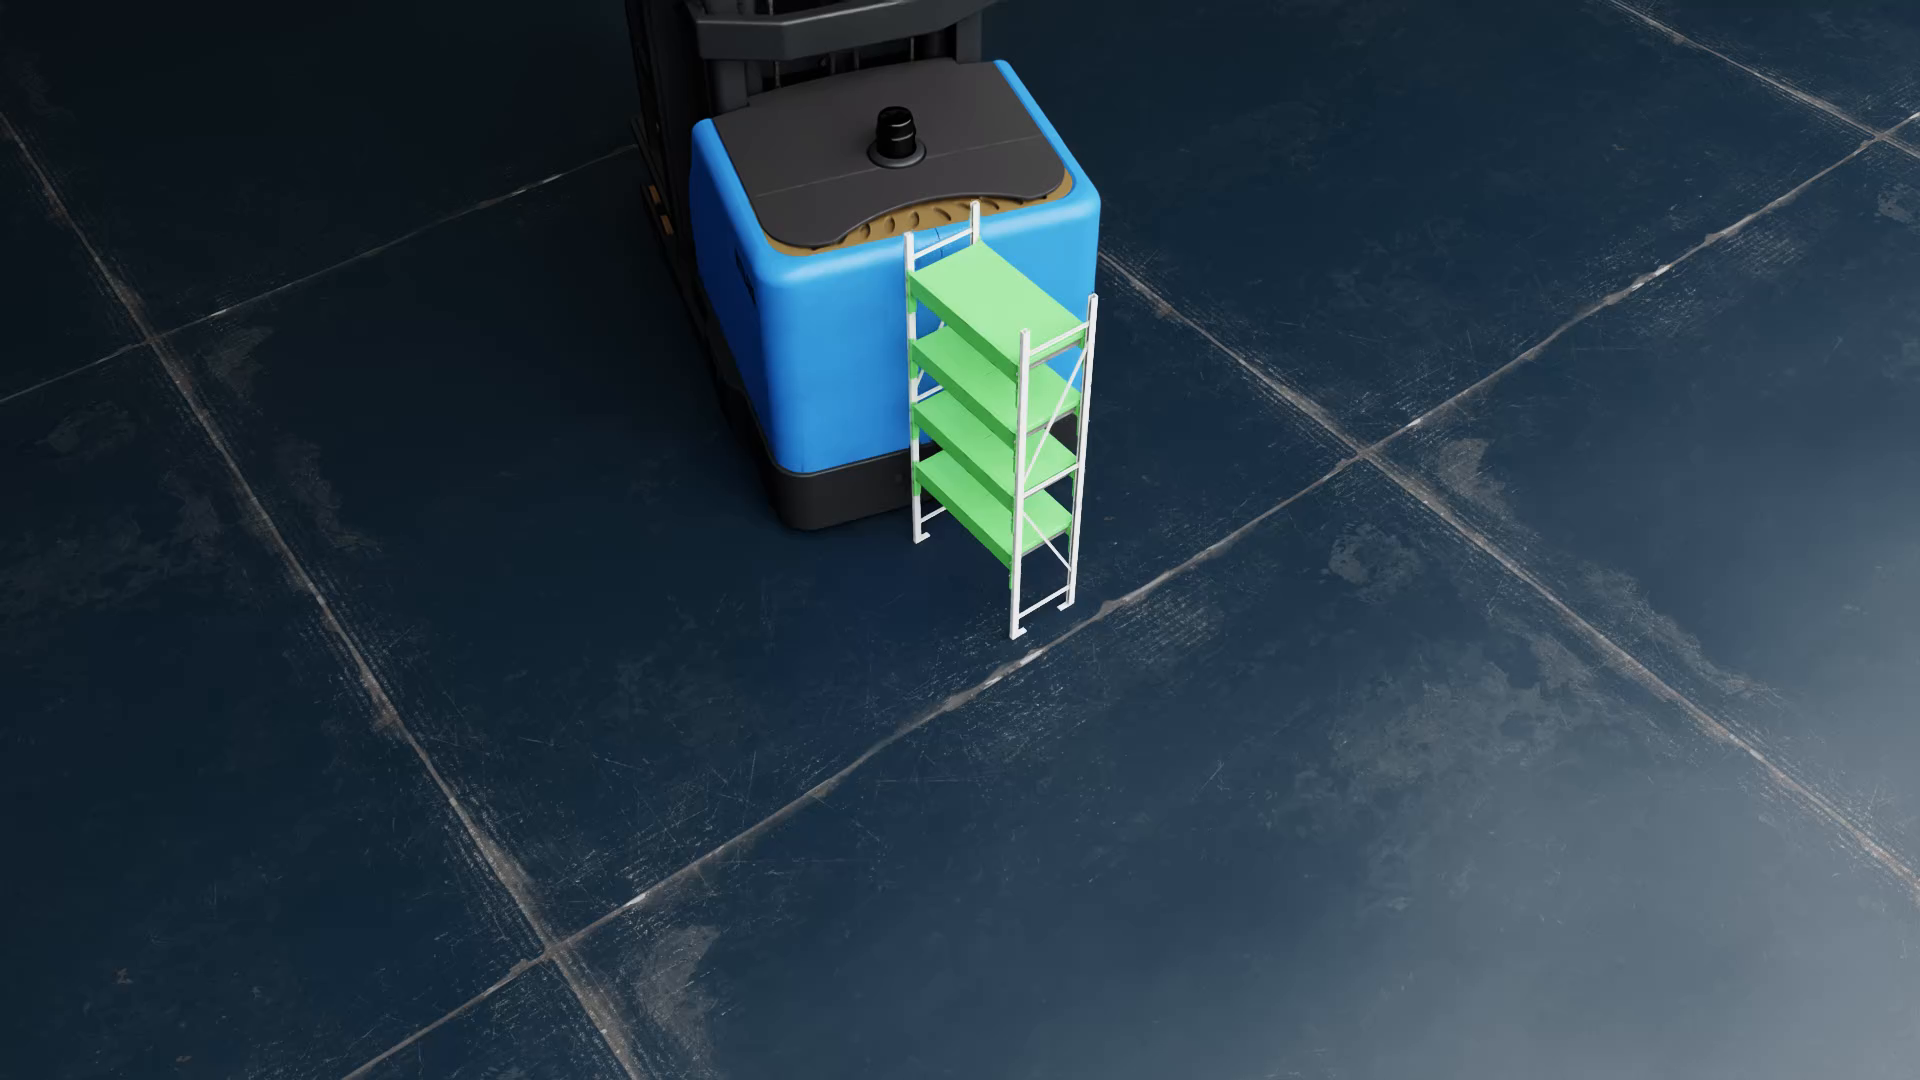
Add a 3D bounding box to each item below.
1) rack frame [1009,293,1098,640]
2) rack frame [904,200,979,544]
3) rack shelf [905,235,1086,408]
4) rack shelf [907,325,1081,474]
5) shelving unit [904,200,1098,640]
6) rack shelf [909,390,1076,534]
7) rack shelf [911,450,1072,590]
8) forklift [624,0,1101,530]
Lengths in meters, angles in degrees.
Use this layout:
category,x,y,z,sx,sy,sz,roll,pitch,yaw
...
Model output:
category,x,y,z,sx,sy,sz,roll,pitch,yaw
rack frame,0.248,-0.162,4.587,0.240,1.200,0.015,-29,54,-24
rack frame,-0.048,-0.449,4.847,0.240,1.200,0.015,-29,54,-24
rack shelf,0.100,-0.585,4.409,0.258,0.148,0.480,-29,54,-24
rack shelf,0.100,-0.424,4.587,0.258,0.148,0.480,-29,54,-24
shelving unit,0.100,-0.305,4.717,0.258,1.200,0.503,-29,54,-24
rack shelf,0.100,-0.262,4.764,0.258,0.148,0.480,-29,54,-24
rack shelf,0.100,-0.101,4.942,0.258,0.148,0.480,-29,54,-24
forklift,-0.564,-2.131,5.204,1.130,2.935,3.031,-15,50,-13
